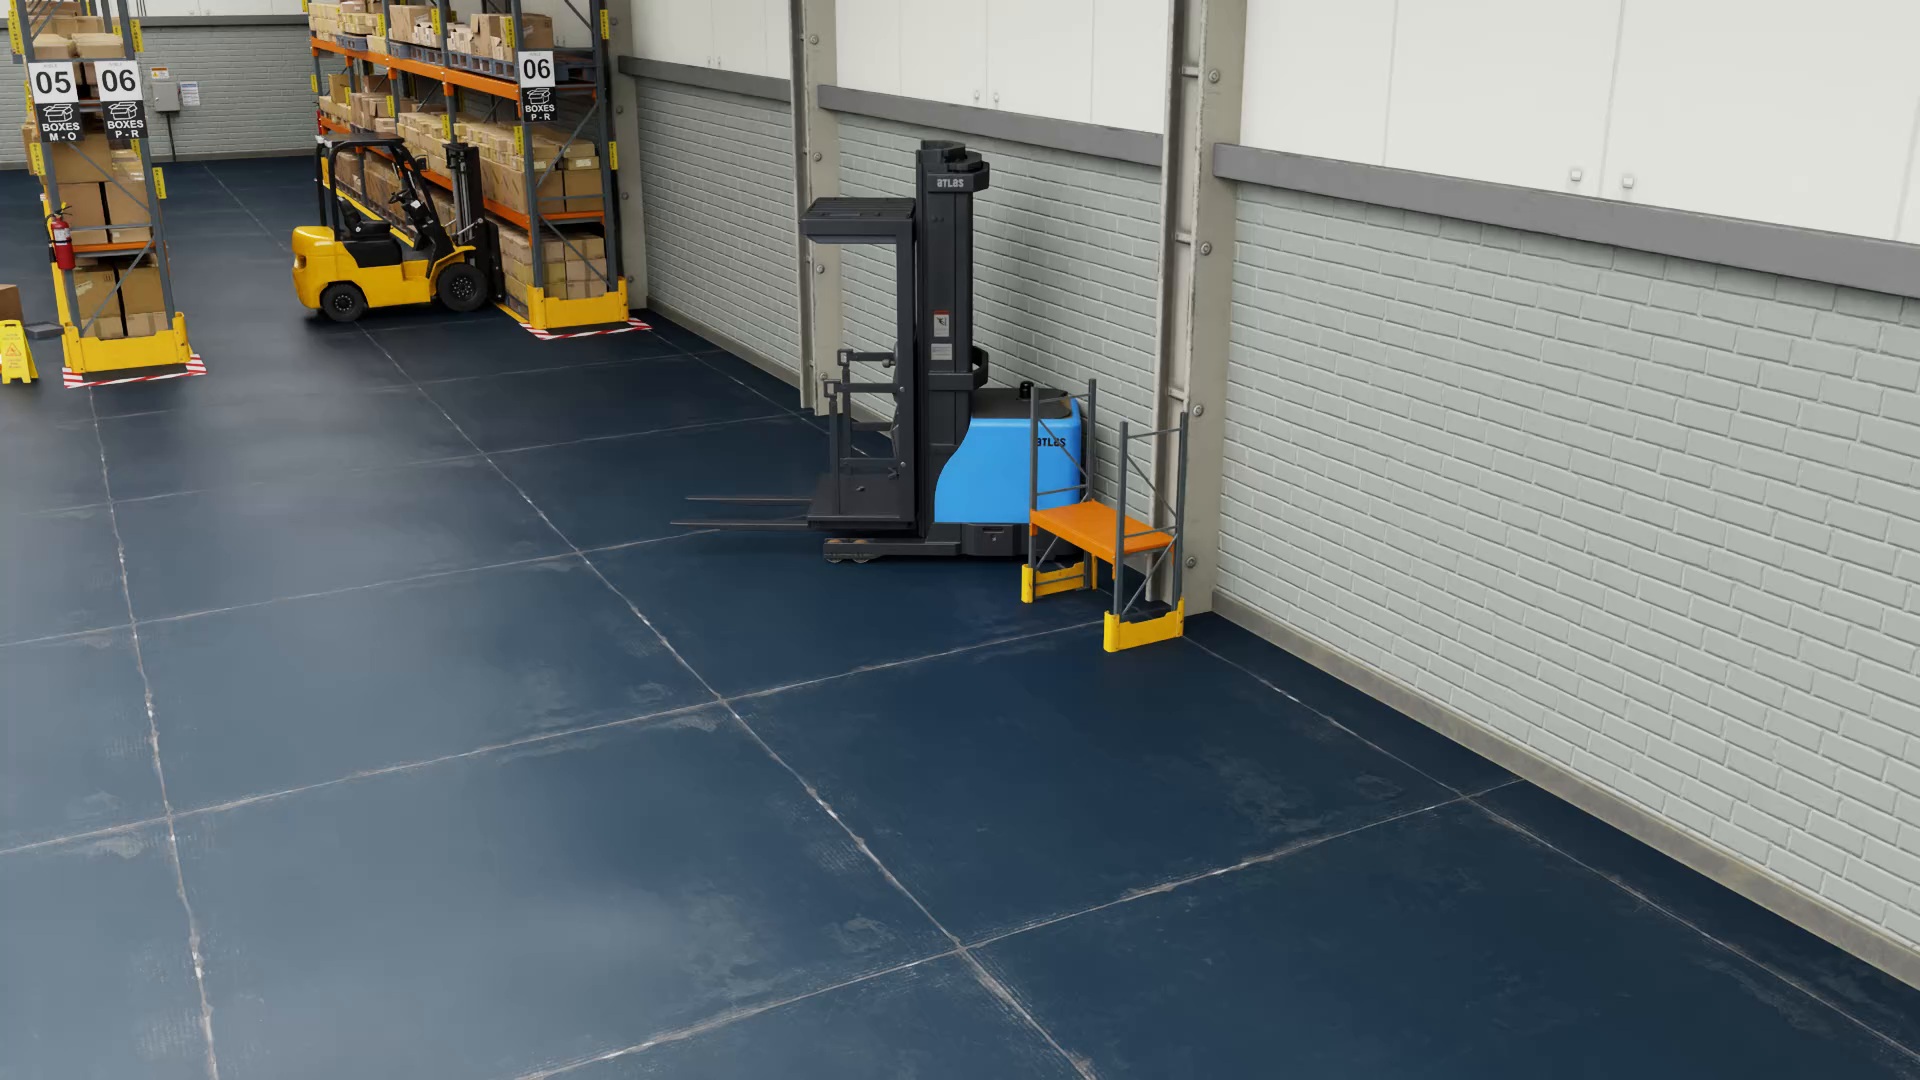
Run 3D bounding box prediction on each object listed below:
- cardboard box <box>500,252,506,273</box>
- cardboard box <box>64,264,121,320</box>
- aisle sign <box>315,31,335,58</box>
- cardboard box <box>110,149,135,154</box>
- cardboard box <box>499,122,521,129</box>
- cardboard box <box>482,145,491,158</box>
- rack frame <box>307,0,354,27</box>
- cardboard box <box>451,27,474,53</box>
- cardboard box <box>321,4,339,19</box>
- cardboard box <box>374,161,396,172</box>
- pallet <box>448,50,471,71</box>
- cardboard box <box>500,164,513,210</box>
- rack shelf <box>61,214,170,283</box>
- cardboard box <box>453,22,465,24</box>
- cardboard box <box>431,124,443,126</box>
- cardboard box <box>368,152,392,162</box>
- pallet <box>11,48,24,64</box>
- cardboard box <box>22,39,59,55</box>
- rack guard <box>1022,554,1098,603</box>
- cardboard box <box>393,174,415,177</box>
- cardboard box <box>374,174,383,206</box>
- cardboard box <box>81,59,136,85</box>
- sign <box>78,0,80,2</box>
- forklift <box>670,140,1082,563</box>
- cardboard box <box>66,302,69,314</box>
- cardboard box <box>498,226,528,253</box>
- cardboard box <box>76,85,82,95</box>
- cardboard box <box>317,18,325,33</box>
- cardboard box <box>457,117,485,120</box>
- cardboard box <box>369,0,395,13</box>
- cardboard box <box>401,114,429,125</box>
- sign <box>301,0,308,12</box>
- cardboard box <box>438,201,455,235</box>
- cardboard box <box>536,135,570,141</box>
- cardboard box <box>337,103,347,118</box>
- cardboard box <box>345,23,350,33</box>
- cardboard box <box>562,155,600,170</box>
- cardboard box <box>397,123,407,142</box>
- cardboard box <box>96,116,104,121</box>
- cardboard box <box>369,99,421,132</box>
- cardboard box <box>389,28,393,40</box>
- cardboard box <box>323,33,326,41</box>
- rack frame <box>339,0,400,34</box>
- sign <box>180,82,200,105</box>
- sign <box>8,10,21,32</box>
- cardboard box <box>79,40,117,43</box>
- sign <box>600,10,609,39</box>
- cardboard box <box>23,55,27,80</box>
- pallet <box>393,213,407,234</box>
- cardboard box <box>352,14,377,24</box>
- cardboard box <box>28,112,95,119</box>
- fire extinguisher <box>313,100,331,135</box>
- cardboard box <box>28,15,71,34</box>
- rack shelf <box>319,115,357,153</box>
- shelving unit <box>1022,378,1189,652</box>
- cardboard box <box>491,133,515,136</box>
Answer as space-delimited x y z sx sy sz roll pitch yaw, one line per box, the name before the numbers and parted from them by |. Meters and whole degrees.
cardboard box | -5.657 -3.601 21.274 0.500 0.250 0.500 -11 22 -28
cardboard box | -9.635 -2.757 18.445 0.500 0.500 0.500 -10 21 -26
aisle sign | -12.547 -9.880 32.681 0.394 0.787 0.004 -10 21 -27
cardboard box | -10.495 -4.561 20.643 0.500 0.500 0.500 -11 22 -28
cardboard box | -6.058 -5.604 22.669 0.380 0.149 0.250 -11 22 -28
cardboard box | -5.921 -5.007 21.396 0.380 0.149 0.250 -10 22 -28
rack frame | -12.256 -11.513 32.201 1.000 3.000 0.127 -10 21 -27
cardboard box | -6.377 -6.578 21.836 0.500 0.311 0.500 -9 21 -26
cardboard box | -11.540 -9.799 30.840 0.500 0.250 0.500 -9 21 -25
cardboard box | -10.089 -6.569 29.264 0.380 0.149 0.250 -11 22 -29
pallet | -6.130 -6.368 22.024 1.003 0.211 1.213 -10 21 -27
cardboard box | -5.361 -4.382 20.580 0.500 0.500 0.500 -9 21 -25
rack shelf | -9.975 -3.548 19.419 1.077 0.370 4.000 -10 21 -27
cardboard box | -7.888 -7.805 25.487 0.500 0.250 0.500 -10 21 -27
cardboard box | -7.435 -5.940 24.098 0.380 0.149 0.250 -11 22 -28
cardboard box | -10.255 -6.782 29.424 0.380 0.149 0.250 -11 22 -29
pallet | -13.176 -7.116 24.346 1.213 0.211 1.003 -9 21 -24
cardboard box | -10.203 -5.477 18.469 0.380 0.149 0.250 -9 21 -25
rack guard | 0.692 0.256 11.506 0.587 0.250 0.087 -11 22 -28
cardboard box | -9.158 -5.963 27.507 0.380 0.149 0.250 -11 22 -28
cardboard box | -9.830 -6.077 28.832 0.500 0.500 0.500 -11 22 -28
cardboard box | -9.029 -4.988 17.662 0.500 0.250 0.500 -10 22 -28
sign | -16.139 -9.787 30.560 0.100 0.325 0.005 -10 21 -27
forklift | -0.623 -1.391 12.170 3.031 2.935 1.130 1 19 1
cardboard box | -10.138 -2.703 19.437 0.500 0.250 0.500 -11 22 -29
cardboard box | -5.648 -3.828 21.166 0.500 0.250 0.500 -10 21 -26
cardboard box | -9.746 -4.904 18.030 0.380 0.149 0.250 -10 21 -26
cardboard box | -11.795 -9.704 31.330 0.500 0.250 0.500 -11 22 -28
cardboard box | -7.407 -6.326 25.217 0.380 0.149 0.250 -10 22 -28
cardboard box | -9.996 -9.262 28.774 0.396 0.266 0.258 -10 21 -27
cardboard box | -8.437 -6.521 25.783 0.380 0.149 0.250 -9 21 -25
sign | -12.734 -10.424 32.304 0.100 0.325 0.005 -10 21 -27
cardboard box | -7.177 -4.680 24.594 0.875 0.625 0.625 -10 22 -27
cardboard box | -5.114 -5.007 20.940 0.380 0.149 0.250 -9 21 -25
cardboard box | -11.289 -7.994 30.973 0.500 0.250 0.500 -10 21 -27
cardboard box | -10.221 -8.704 28.245 0.380 0.149 0.250 -10 21 -26
cardboard box | -4.591 -4.576 20.145 0.380 0.149 0.250 -11 22 -28
cardboard box | -8.484 -6.377 25.977 0.500 0.250 0.500 -10 21 -27
cardboard box | -10.837 -5.345 21.276 0.380 0.149 0.250 -10 21 -27
cardboard box | -9.395 -7.068 27.714 0.797 0.503 0.637 -11 22 -28
cardboard box | -8.559 -7.787 25.562 0.380 0.166 0.250 -10 21 -27
cardboard box | -11.667 -9.394 31.043 0.380 0.149 0.250 -10 21 -27
rack frame | -10.357 -10.365 28.873 1.000 3.000 0.127 -10 21 -27
sign | -17.067 -9.897 36.860 0.329 0.494 0.001 -10 21 -27
sign | -11.411 -6.224 20.075 0.100 0.325 0.005 -10 21 -27
cardboard box | -9.468 -5.415 18.290 0.380 0.149 0.250 -10 21 -27
sign | -4.167 -6.037 19.468 0.100 0.325 0.005 -10 21 -27
cardboard box | -9.994 -5.200 18.278 0.500 0.250 0.500 -9 21 -25
pallet | -8.779 -5.283 27.617 1.003 0.211 1.213 -10 21 -27
cardboard box | -9.929 -8.702 27.784 0.380 0.149 0.250 -10 21 -26
cardboard box | -10.683 -4.813 19.839 0.700 0.500 0.500 -10 21 -26
fire extinguisher | -12.733 -8.435 33.168 0.296 0.674 0.183 -10 21 -27
cardboard box | -11.816 -6.681 21.615 0.500 0.250 0.500 -10 21 -26
rack shelf | -11.307 -7.763 31.633 1.077 0.370 4.000 -10 21 -27
shelving unit | 0.939 -0.194 10.893 0.587 1.500 1.083 -11 22 -28
cardboard box | -5.748 -5.088 21.175 0.380 0.149 0.250 -10 21 -26
